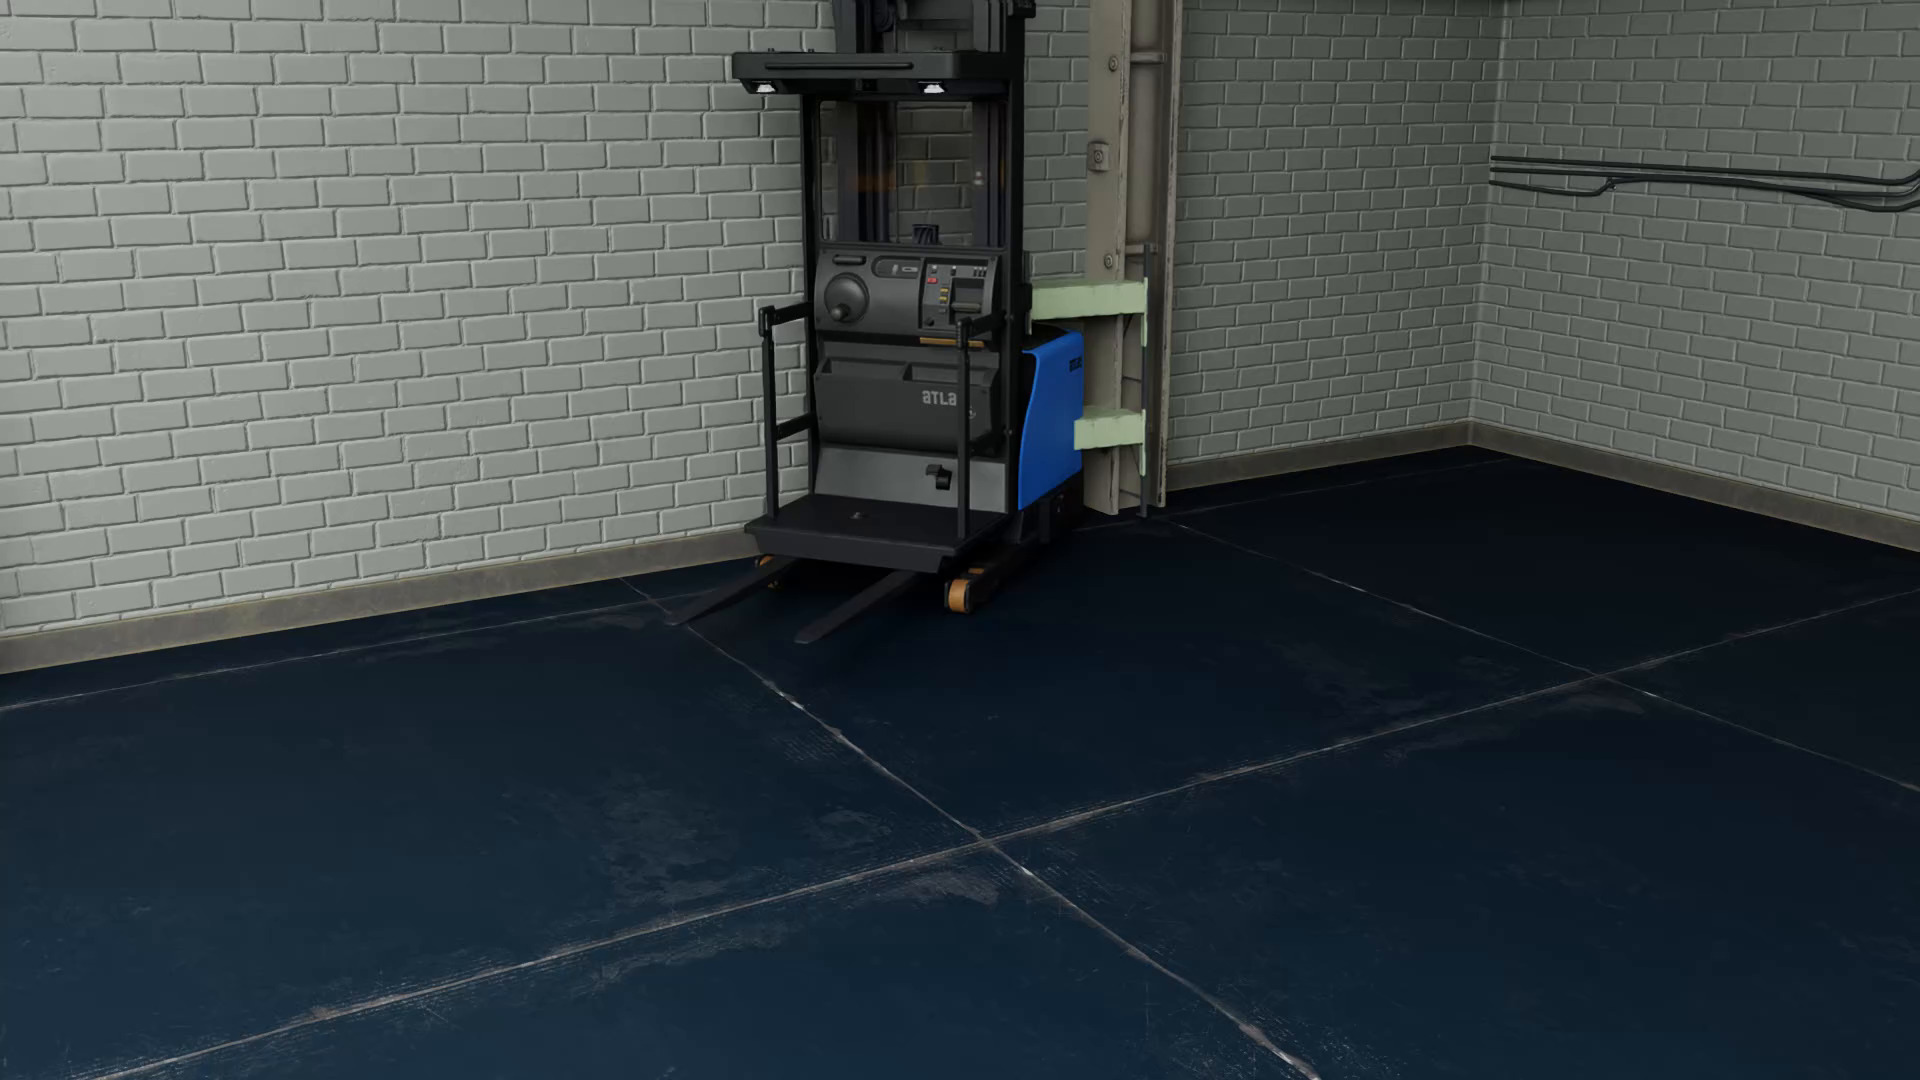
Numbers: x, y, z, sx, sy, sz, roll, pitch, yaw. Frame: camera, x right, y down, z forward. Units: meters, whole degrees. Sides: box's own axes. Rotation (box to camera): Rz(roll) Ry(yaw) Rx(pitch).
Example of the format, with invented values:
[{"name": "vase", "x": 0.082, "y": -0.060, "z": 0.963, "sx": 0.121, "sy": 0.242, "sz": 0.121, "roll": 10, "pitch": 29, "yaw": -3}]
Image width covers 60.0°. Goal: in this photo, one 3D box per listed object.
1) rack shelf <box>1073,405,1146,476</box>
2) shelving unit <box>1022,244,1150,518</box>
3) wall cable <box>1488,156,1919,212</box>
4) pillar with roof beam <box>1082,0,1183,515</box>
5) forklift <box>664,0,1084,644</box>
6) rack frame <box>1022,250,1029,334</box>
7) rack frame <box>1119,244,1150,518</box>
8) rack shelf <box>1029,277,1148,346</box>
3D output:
[{"name": "rack shelf", "x": 0.608, "y": -0.537, "z": 9.179, "sx": 0.720, "sy": 0.370, "sz": 0.431, "roll": -7, "pitch": 16, "yaw": -24}, {"name": "shelving unit", "x": 0.603, "y": -0.853, "z": 9.099, "sx": 0.755, "sy": 1.500, "sz": 0.431, "roll": -7, "pitch": 16, "yaw": -24}, {"name": "wall cable", "x": 4.150, "y": -3.145, "z": 9.211, "sx": 0.112, "sy": 2.526, "sz": 3.097, "roll": -9, "pitch": 18, "yaw": -30}, {"name": "pillar with roof beam", "x": 3.161, "y": -3.541, "z": 4.869, "sx": 0.400, "sy": 9.000, "sz": 9.100, "roll": -9, "pitch": 18, "yaw": -30}, {"name": "forklift", "x": -0.342, "y": -1.198, "z": 7.754, "sx": 1.130, "sy": 2.935, "sz": 3.031, "roll": 6, "pitch": 17, "yaw": 21}, {"name": "rack frame", "x": 0.273, "y": -0.810, "z": 8.948, "sx": 0.023, "sy": 1.500, "sz": 0.400, "roll": -7, "pitch": 16, "yaw": -24}, {"name": "rack frame", "x": 0.934, "y": -0.896, "z": 9.251, "sx": 0.023, "sy": 1.500, "sz": 0.400, "roll": -7, "pitch": 16, "yaw": -24}, {"name": "rack shelf", "x": 0.598, "y": -1.232, "z": 9.004, "sx": 0.720, "sy": 0.370, "sz": 0.431, "roll": -7, "pitch": 16, "yaw": -24}]
